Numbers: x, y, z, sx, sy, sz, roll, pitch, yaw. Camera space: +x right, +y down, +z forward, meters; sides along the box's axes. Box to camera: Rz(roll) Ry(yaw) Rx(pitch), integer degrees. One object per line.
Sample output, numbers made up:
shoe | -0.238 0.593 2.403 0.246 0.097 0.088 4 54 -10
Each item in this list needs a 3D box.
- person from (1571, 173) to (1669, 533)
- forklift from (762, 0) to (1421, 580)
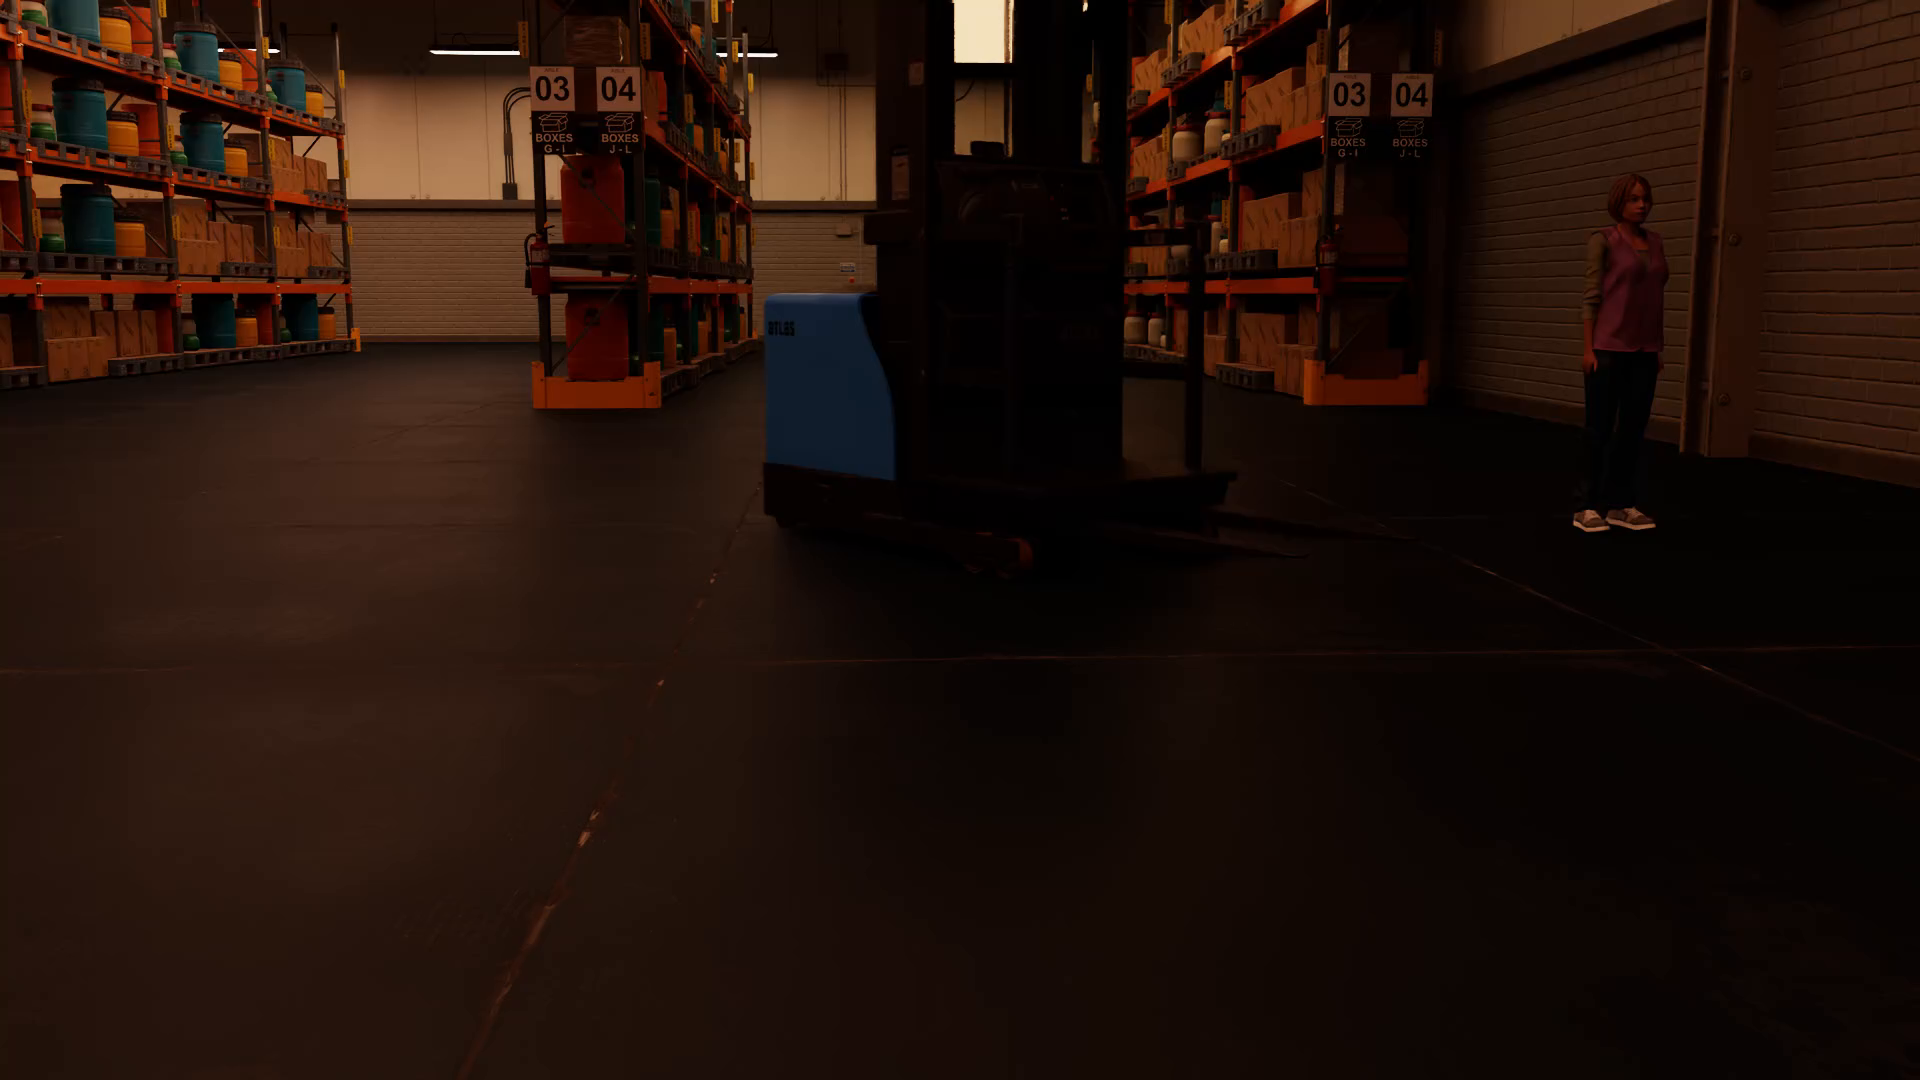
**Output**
person | 3.004 -0.842 7.532 0.415 1.603 0.316 -2 9 -16
forklift | 0.414 -1.379 6.620 1.130 2.935 3.031 -7 11 -38
